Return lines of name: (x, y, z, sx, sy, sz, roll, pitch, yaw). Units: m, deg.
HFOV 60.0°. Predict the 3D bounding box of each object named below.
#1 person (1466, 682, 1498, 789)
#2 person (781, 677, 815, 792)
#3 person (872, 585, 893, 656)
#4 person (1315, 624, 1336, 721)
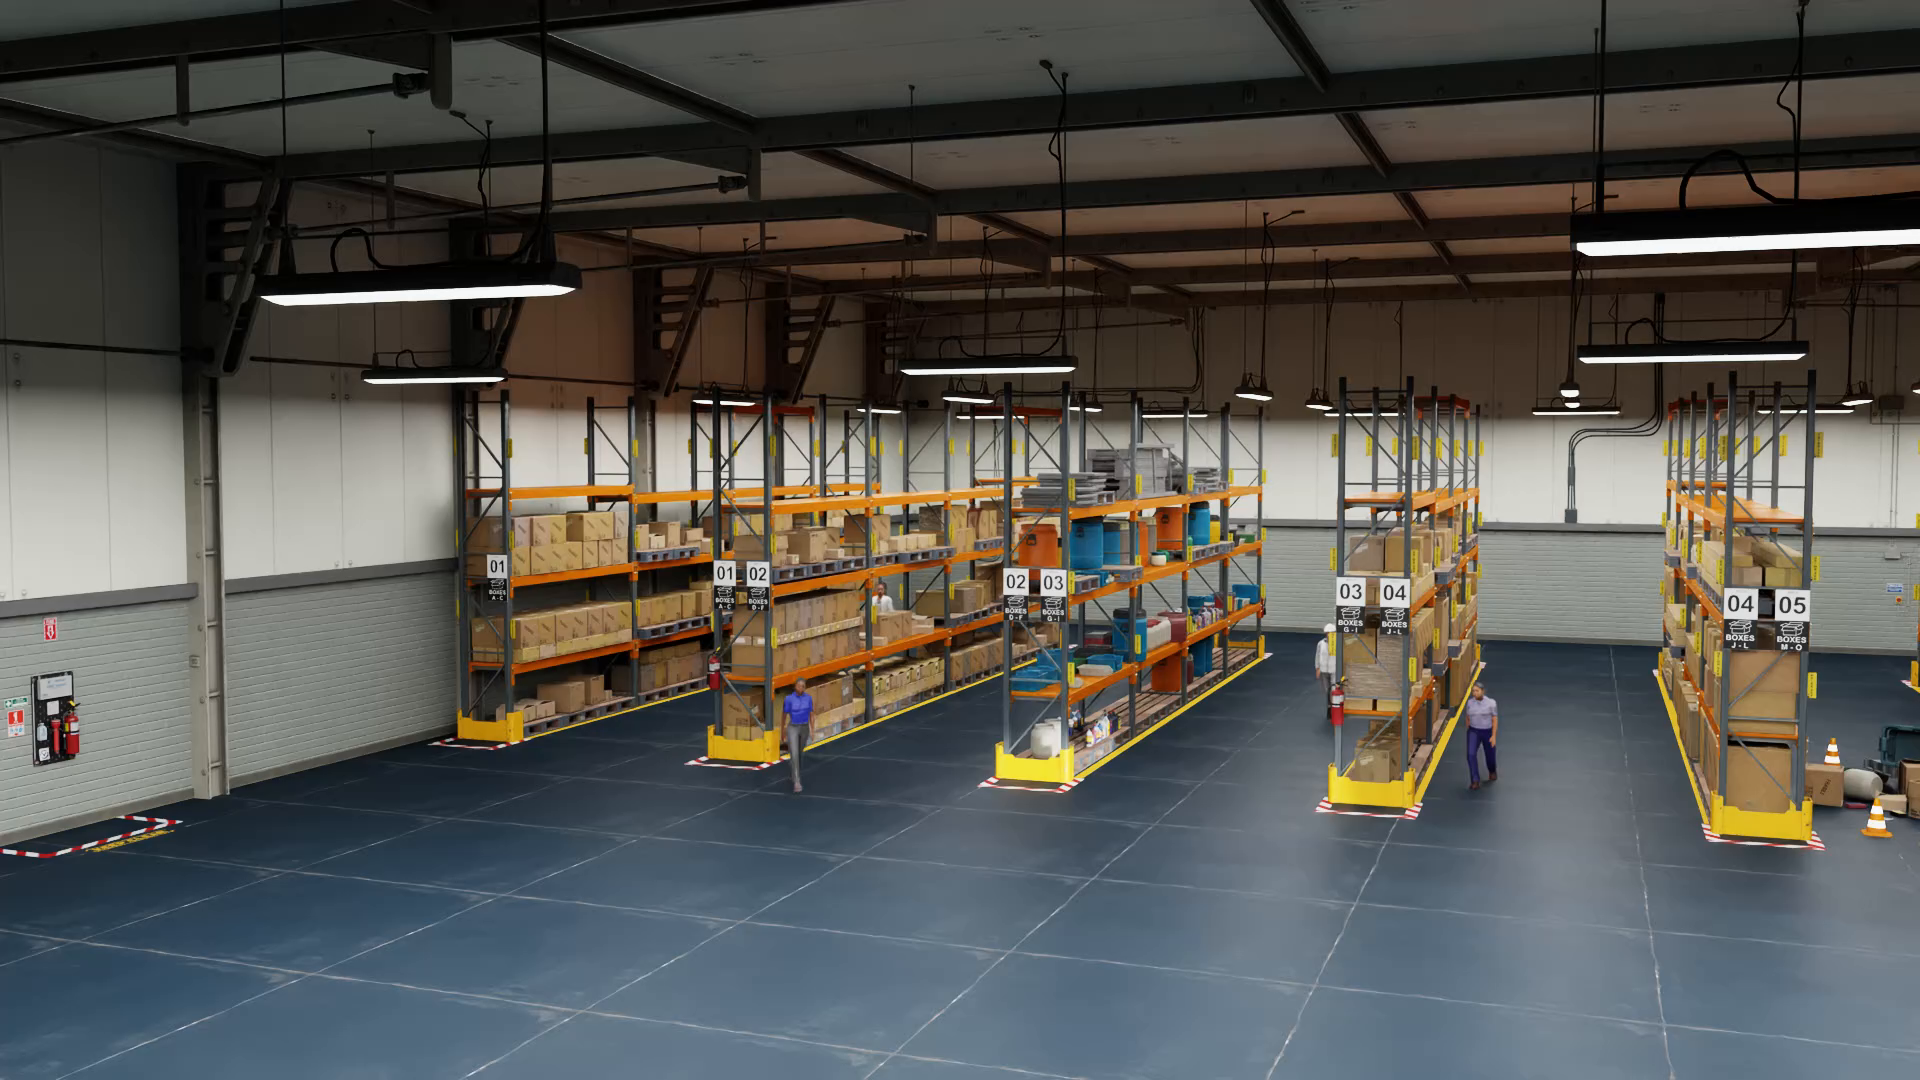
person: (7.739, 2.867, 24.681, 0.469, 1.524, 0.965, 2, 4, 27)
person: (-2.386, 2.821, 24.508, 0.500, 1.612, 0.899, -2, 4, -32)
person: (-1.838, 1.840, 37.485, 0.656, 1.643, 1.113, 1, 3, 16)
person: (6.822, 2.417, 30.697, 0.554, 1.733, 0.919, 2, 4, 32)
